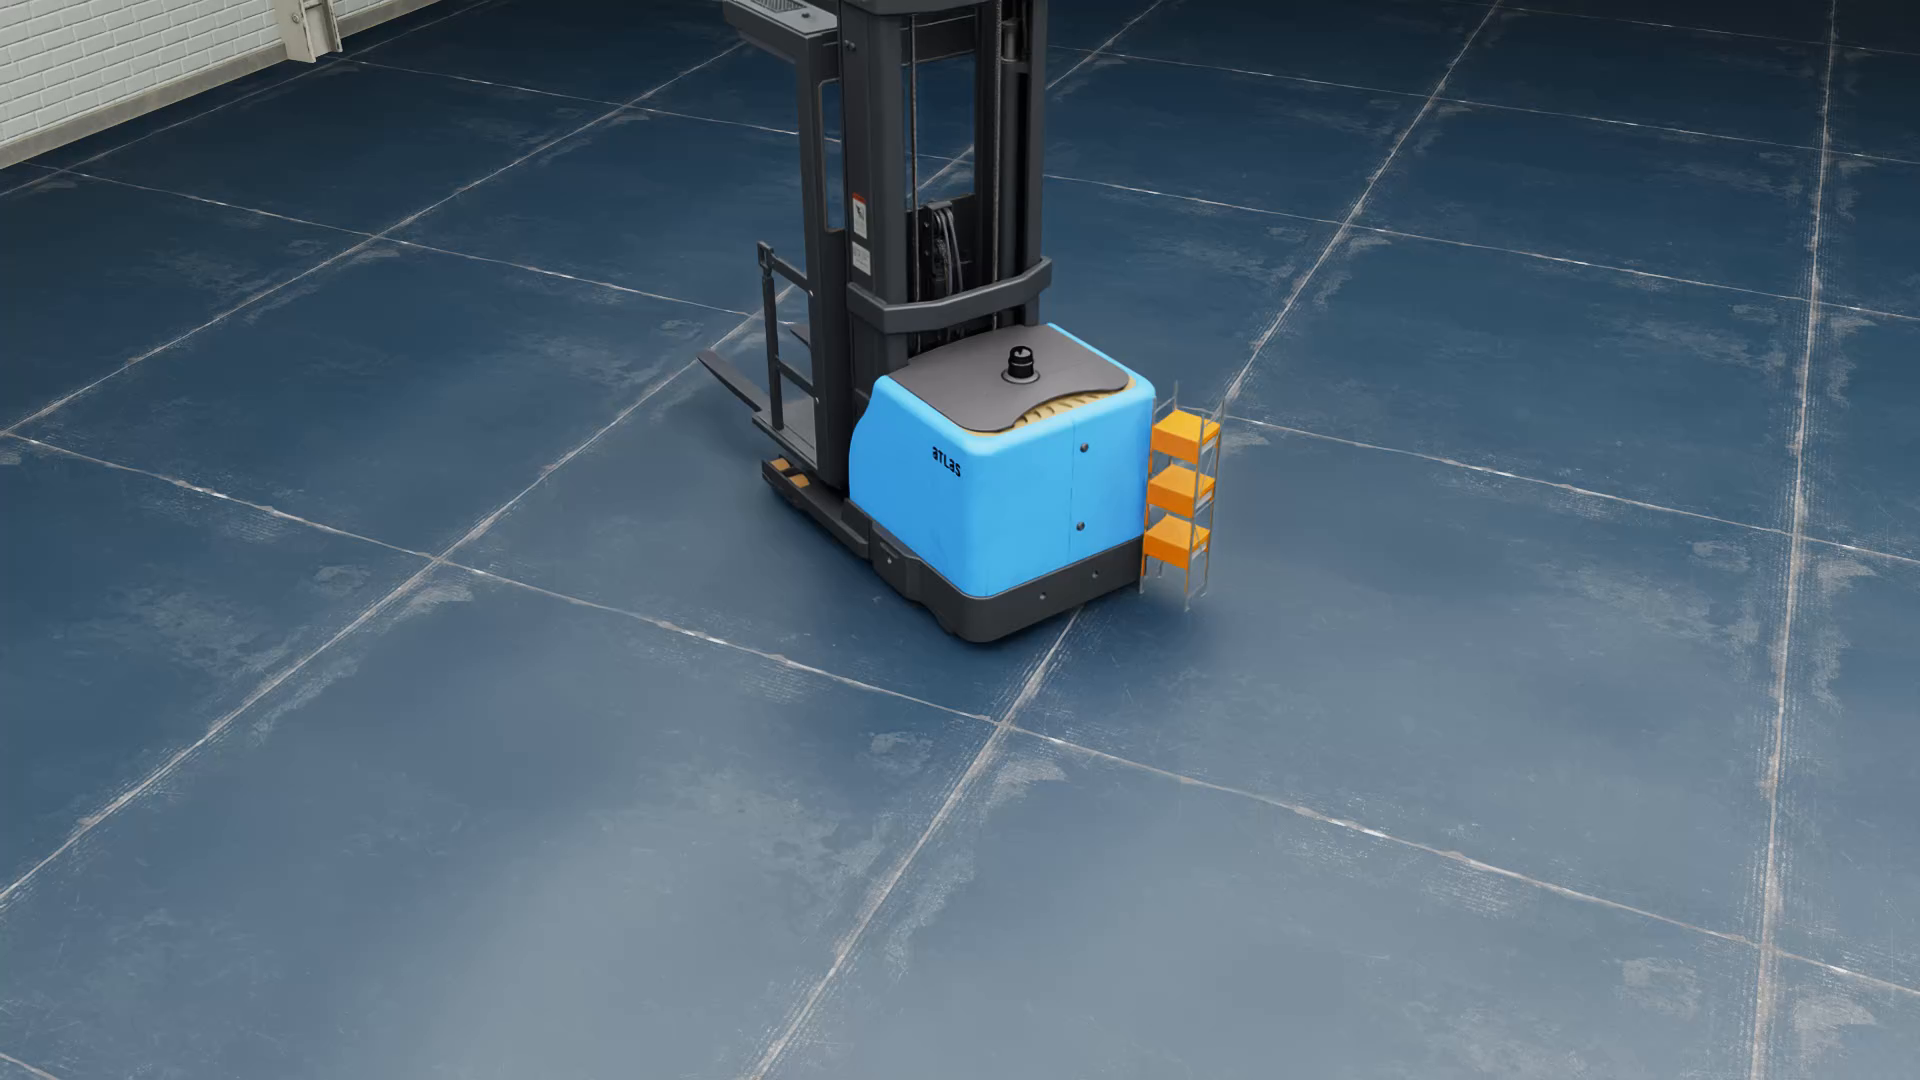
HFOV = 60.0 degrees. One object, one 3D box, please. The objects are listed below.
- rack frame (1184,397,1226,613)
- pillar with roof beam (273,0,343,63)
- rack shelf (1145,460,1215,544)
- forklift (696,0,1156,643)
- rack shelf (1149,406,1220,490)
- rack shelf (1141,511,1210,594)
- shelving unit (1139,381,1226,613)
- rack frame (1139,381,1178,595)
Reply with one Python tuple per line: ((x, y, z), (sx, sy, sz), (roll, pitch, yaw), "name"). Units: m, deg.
((1.104, -0.144, 7.513), (0.008, 1.050, 0.200), (22, 39, 30), "rack frame")
((-1.864, -7.118, 10.898), (9.100, 9.000, 0.400), (14, 36, 20), "pillar with roof beam")
((1.006, -0.176, 7.580), (0.240, 0.259, 0.215), (22, 39, 30), "rack shelf")
((-0.368, -1.529, 7.909), (1.130, 2.935, 3.031), (-21, 39, -28), "forklift")
((1.006, -0.413, 7.424), (0.240, 0.259, 0.215), (22, 39, 30), "rack shelf")
((1.006, 0.057, 7.732), (0.240, 0.259, 0.215), (22, 39, 30), "rack shelf")
((1.006, -0.185, 7.574), (0.252, 1.050, 0.215), (22, 39, 30), "shelving unit")
((0.908, -0.225, 7.635), (0.008, 1.050, 0.200), (22, 39, 30), "rack frame")
